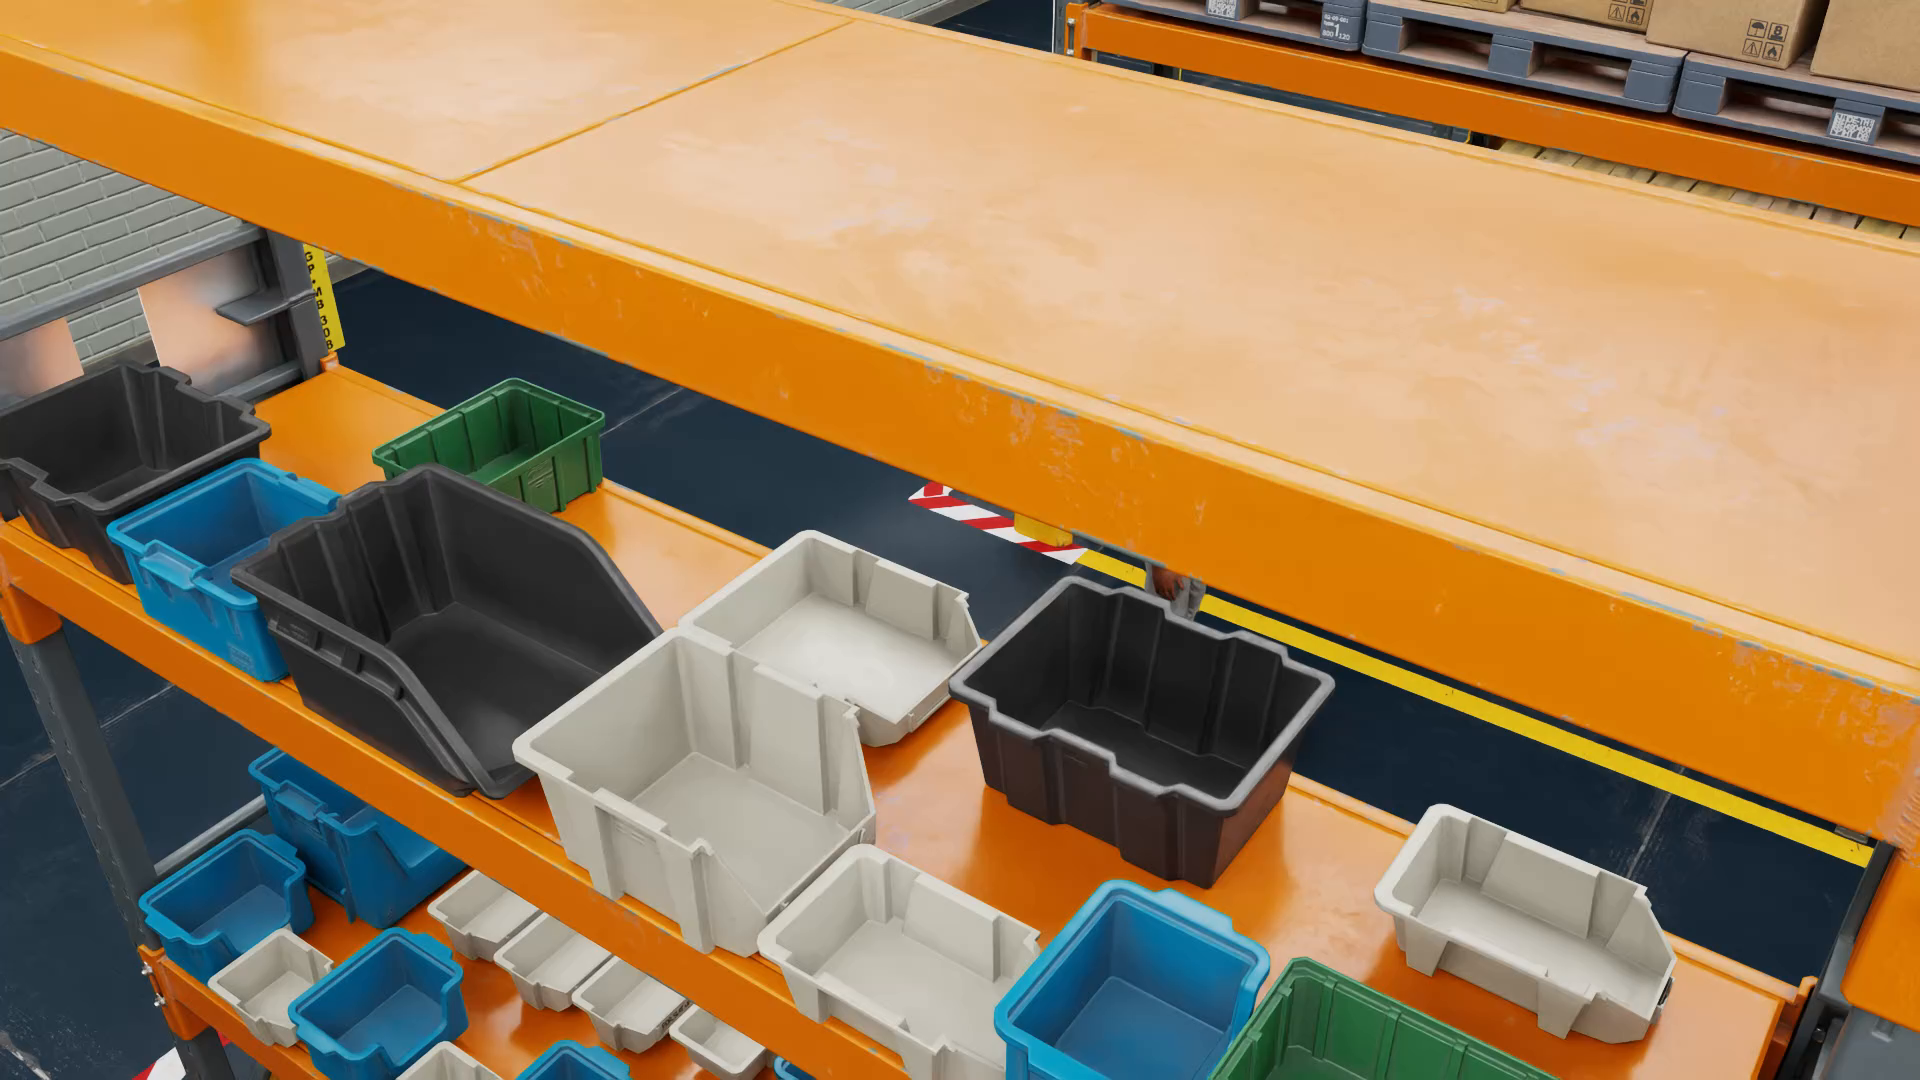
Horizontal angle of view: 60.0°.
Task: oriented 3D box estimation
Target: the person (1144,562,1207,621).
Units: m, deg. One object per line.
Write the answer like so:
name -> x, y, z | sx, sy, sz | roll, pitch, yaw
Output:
person -> 0.969, 0.015, 7.257 | 0.363, 1.768, 0.563 | 23, 40, 29
